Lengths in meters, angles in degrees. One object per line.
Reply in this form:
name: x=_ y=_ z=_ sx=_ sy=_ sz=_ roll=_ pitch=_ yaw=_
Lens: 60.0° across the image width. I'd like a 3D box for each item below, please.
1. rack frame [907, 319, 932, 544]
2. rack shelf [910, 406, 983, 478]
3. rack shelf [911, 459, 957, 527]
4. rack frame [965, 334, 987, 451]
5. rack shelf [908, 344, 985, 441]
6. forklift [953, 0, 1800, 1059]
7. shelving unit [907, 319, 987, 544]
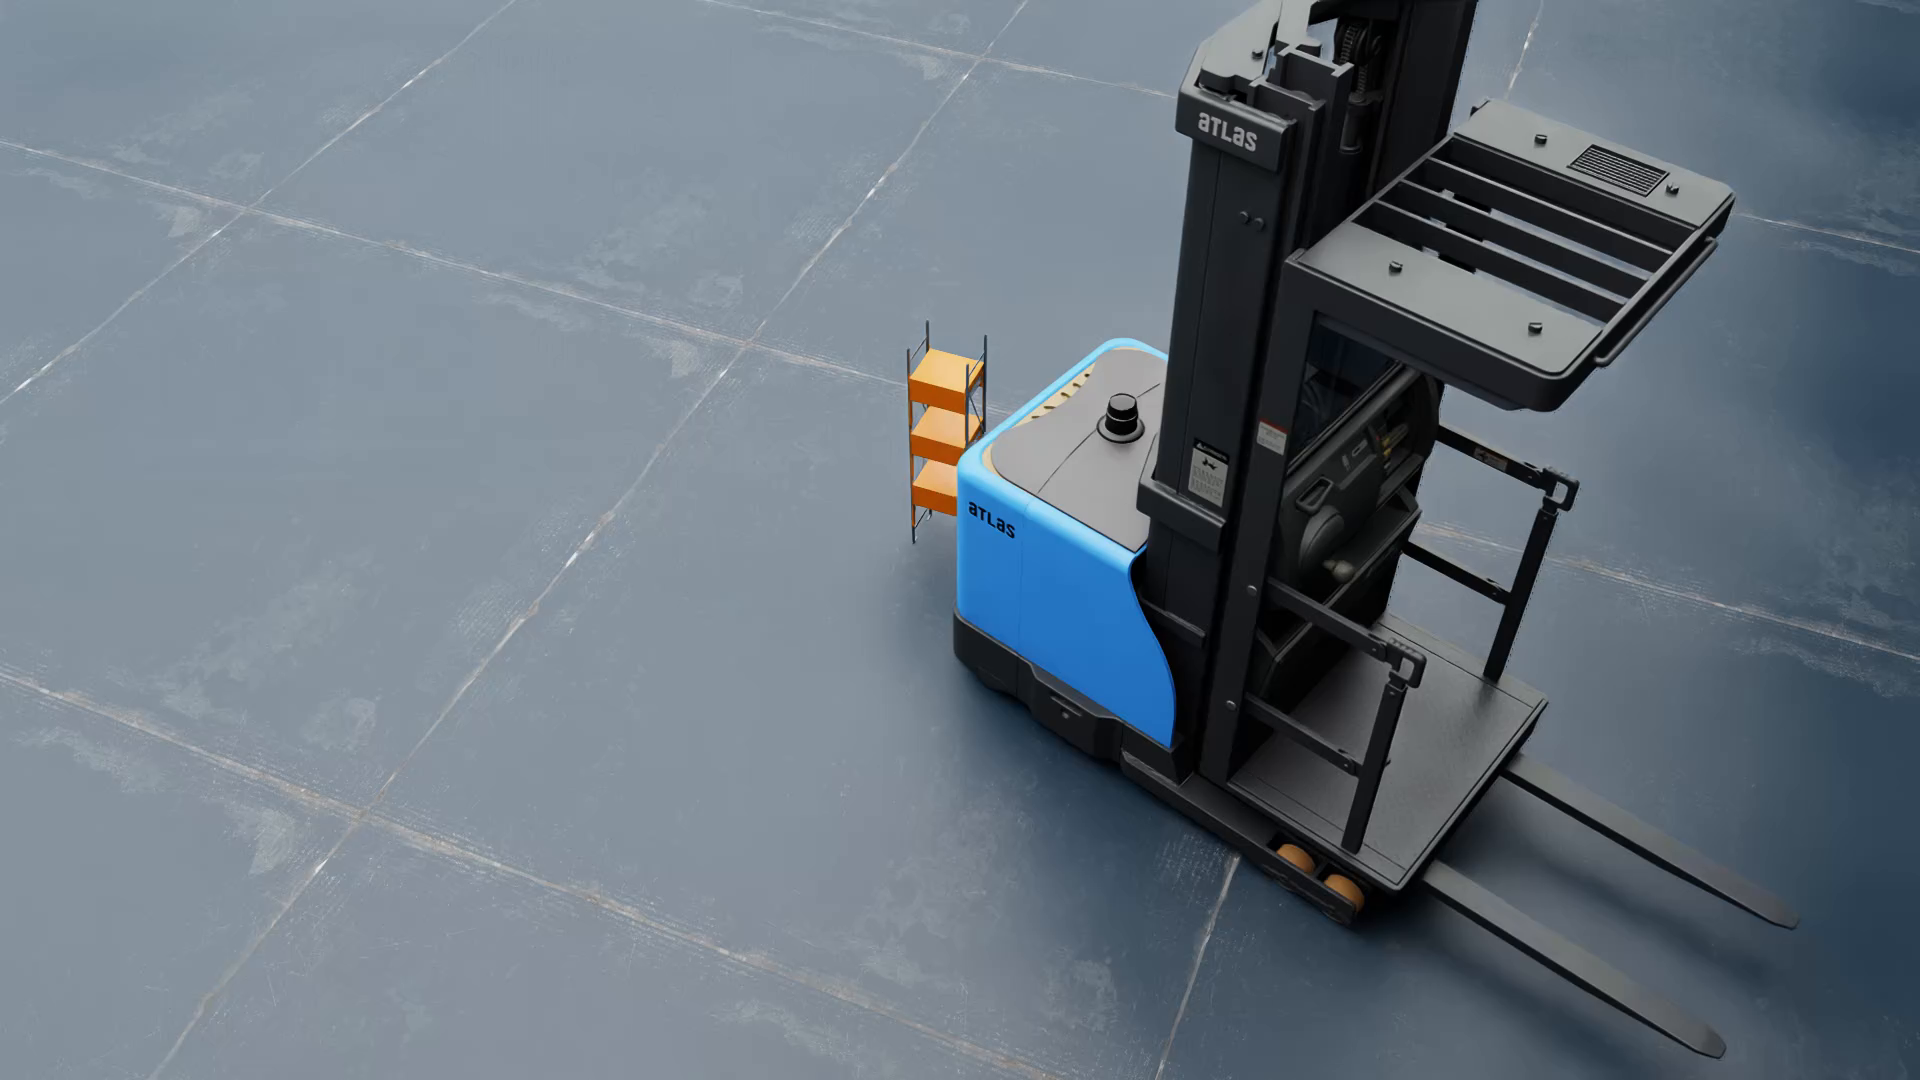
rack frame: x=-0.162 y=-0.420 z=6.767 sx=0.008 sy=1.050 sz=0.200 roll=16 pitch=47 yaw=16
rack shelf: x=-0.049 y=-0.379 z=6.741 sx=0.240 sy=0.259 sz=0.215 roll=16 pitch=47 yaw=16
rack shelf: x=-0.049 y=-0.182 z=6.937 sx=0.240 sy=0.259 sz=0.215 roll=16 pitch=47 yaw=16
rack frame: x=0.063 y=-0.354 z=6.700 sx=0.008 sy=1.050 sz=0.200 roll=16 pitch=47 yaw=16
rack shelf: x=-0.049 y=-0.580 z=6.541 sx=0.240 sy=0.259 sz=0.215 roll=16 pitch=47 yaw=16
forklift: x=1.421 y=-0.144 z=5.155 sx=3.031 sy=2.935 sz=1.130 roll=31 pitch=53 yaw=27
shelving unit: x=-0.049 y=-0.387 z=6.733 sx=0.252 sy=1.050 sz=0.215 roll=16 pitch=47 yaw=16
